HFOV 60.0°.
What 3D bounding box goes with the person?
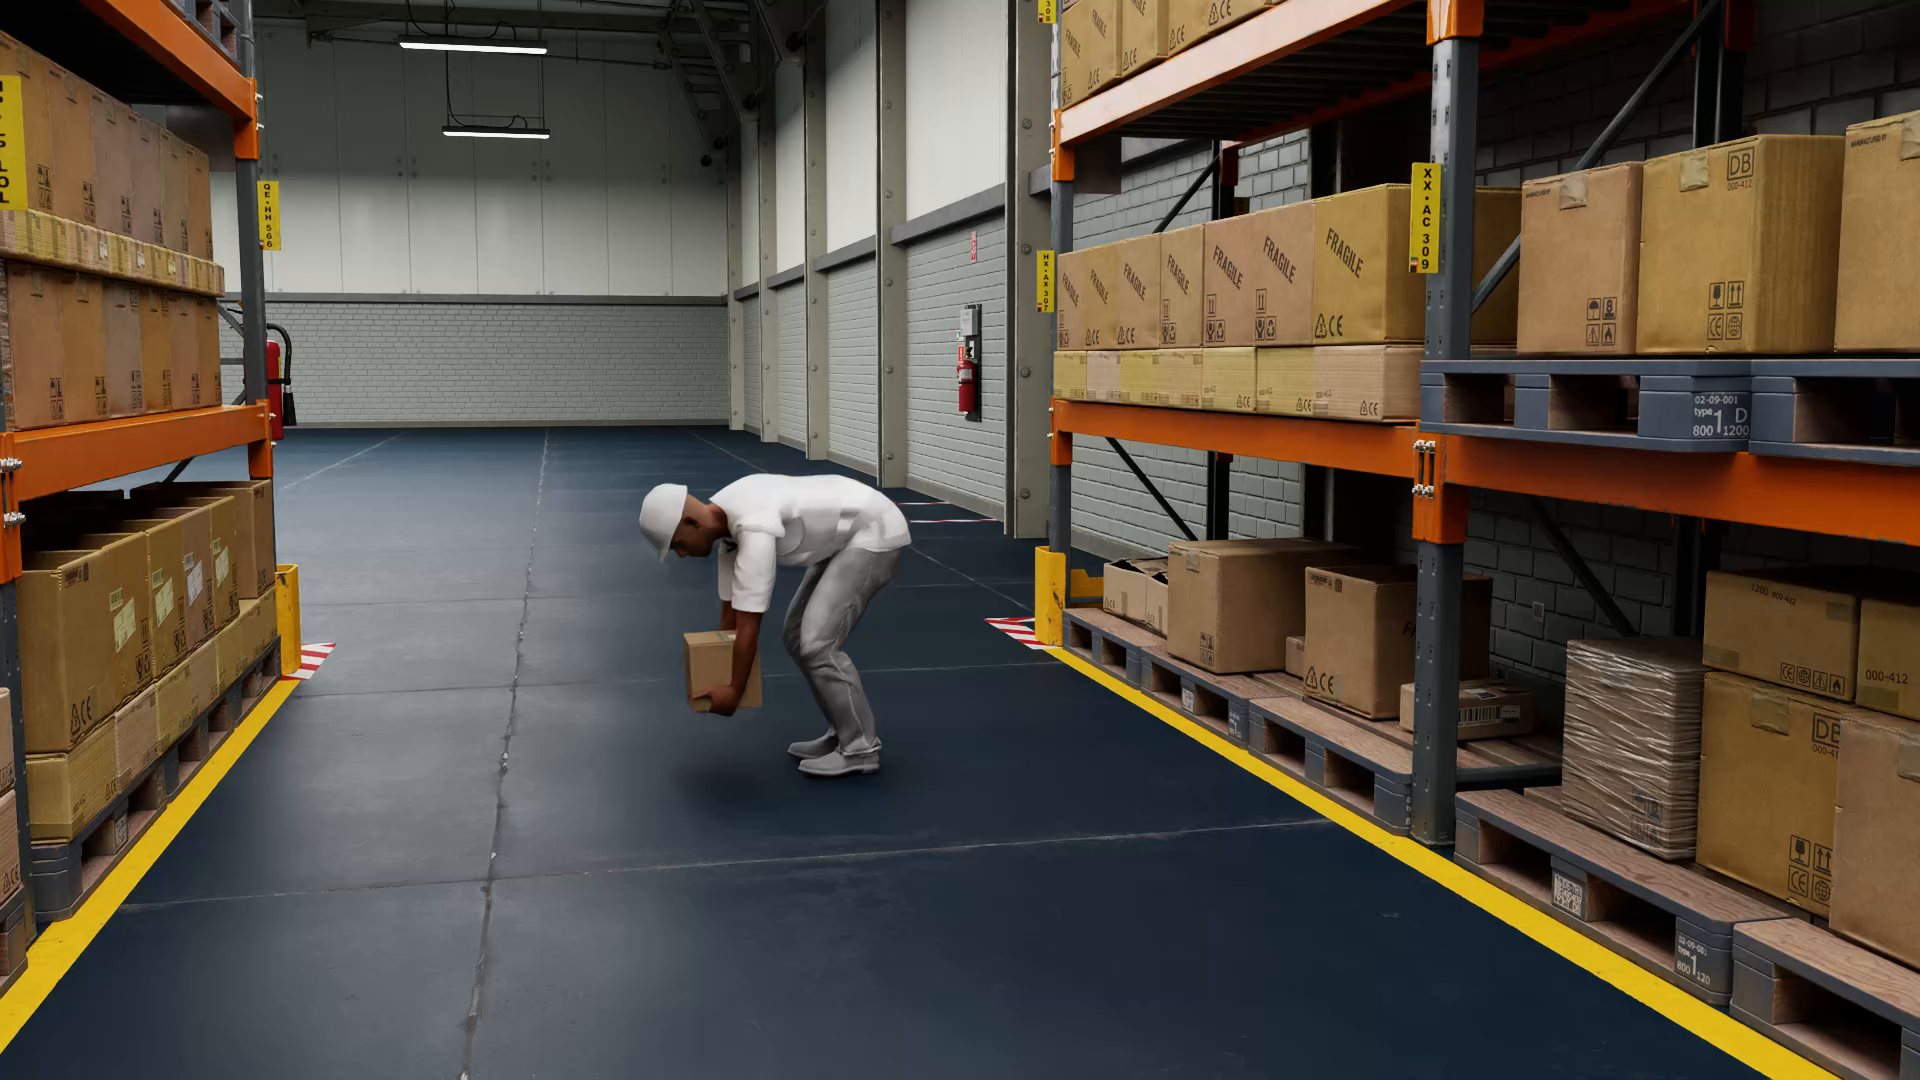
[{"bbox_3d":[-0.679,0.310,6.114,0.974,1.088,0.469,-2,6,-16],"label":"person"}]
